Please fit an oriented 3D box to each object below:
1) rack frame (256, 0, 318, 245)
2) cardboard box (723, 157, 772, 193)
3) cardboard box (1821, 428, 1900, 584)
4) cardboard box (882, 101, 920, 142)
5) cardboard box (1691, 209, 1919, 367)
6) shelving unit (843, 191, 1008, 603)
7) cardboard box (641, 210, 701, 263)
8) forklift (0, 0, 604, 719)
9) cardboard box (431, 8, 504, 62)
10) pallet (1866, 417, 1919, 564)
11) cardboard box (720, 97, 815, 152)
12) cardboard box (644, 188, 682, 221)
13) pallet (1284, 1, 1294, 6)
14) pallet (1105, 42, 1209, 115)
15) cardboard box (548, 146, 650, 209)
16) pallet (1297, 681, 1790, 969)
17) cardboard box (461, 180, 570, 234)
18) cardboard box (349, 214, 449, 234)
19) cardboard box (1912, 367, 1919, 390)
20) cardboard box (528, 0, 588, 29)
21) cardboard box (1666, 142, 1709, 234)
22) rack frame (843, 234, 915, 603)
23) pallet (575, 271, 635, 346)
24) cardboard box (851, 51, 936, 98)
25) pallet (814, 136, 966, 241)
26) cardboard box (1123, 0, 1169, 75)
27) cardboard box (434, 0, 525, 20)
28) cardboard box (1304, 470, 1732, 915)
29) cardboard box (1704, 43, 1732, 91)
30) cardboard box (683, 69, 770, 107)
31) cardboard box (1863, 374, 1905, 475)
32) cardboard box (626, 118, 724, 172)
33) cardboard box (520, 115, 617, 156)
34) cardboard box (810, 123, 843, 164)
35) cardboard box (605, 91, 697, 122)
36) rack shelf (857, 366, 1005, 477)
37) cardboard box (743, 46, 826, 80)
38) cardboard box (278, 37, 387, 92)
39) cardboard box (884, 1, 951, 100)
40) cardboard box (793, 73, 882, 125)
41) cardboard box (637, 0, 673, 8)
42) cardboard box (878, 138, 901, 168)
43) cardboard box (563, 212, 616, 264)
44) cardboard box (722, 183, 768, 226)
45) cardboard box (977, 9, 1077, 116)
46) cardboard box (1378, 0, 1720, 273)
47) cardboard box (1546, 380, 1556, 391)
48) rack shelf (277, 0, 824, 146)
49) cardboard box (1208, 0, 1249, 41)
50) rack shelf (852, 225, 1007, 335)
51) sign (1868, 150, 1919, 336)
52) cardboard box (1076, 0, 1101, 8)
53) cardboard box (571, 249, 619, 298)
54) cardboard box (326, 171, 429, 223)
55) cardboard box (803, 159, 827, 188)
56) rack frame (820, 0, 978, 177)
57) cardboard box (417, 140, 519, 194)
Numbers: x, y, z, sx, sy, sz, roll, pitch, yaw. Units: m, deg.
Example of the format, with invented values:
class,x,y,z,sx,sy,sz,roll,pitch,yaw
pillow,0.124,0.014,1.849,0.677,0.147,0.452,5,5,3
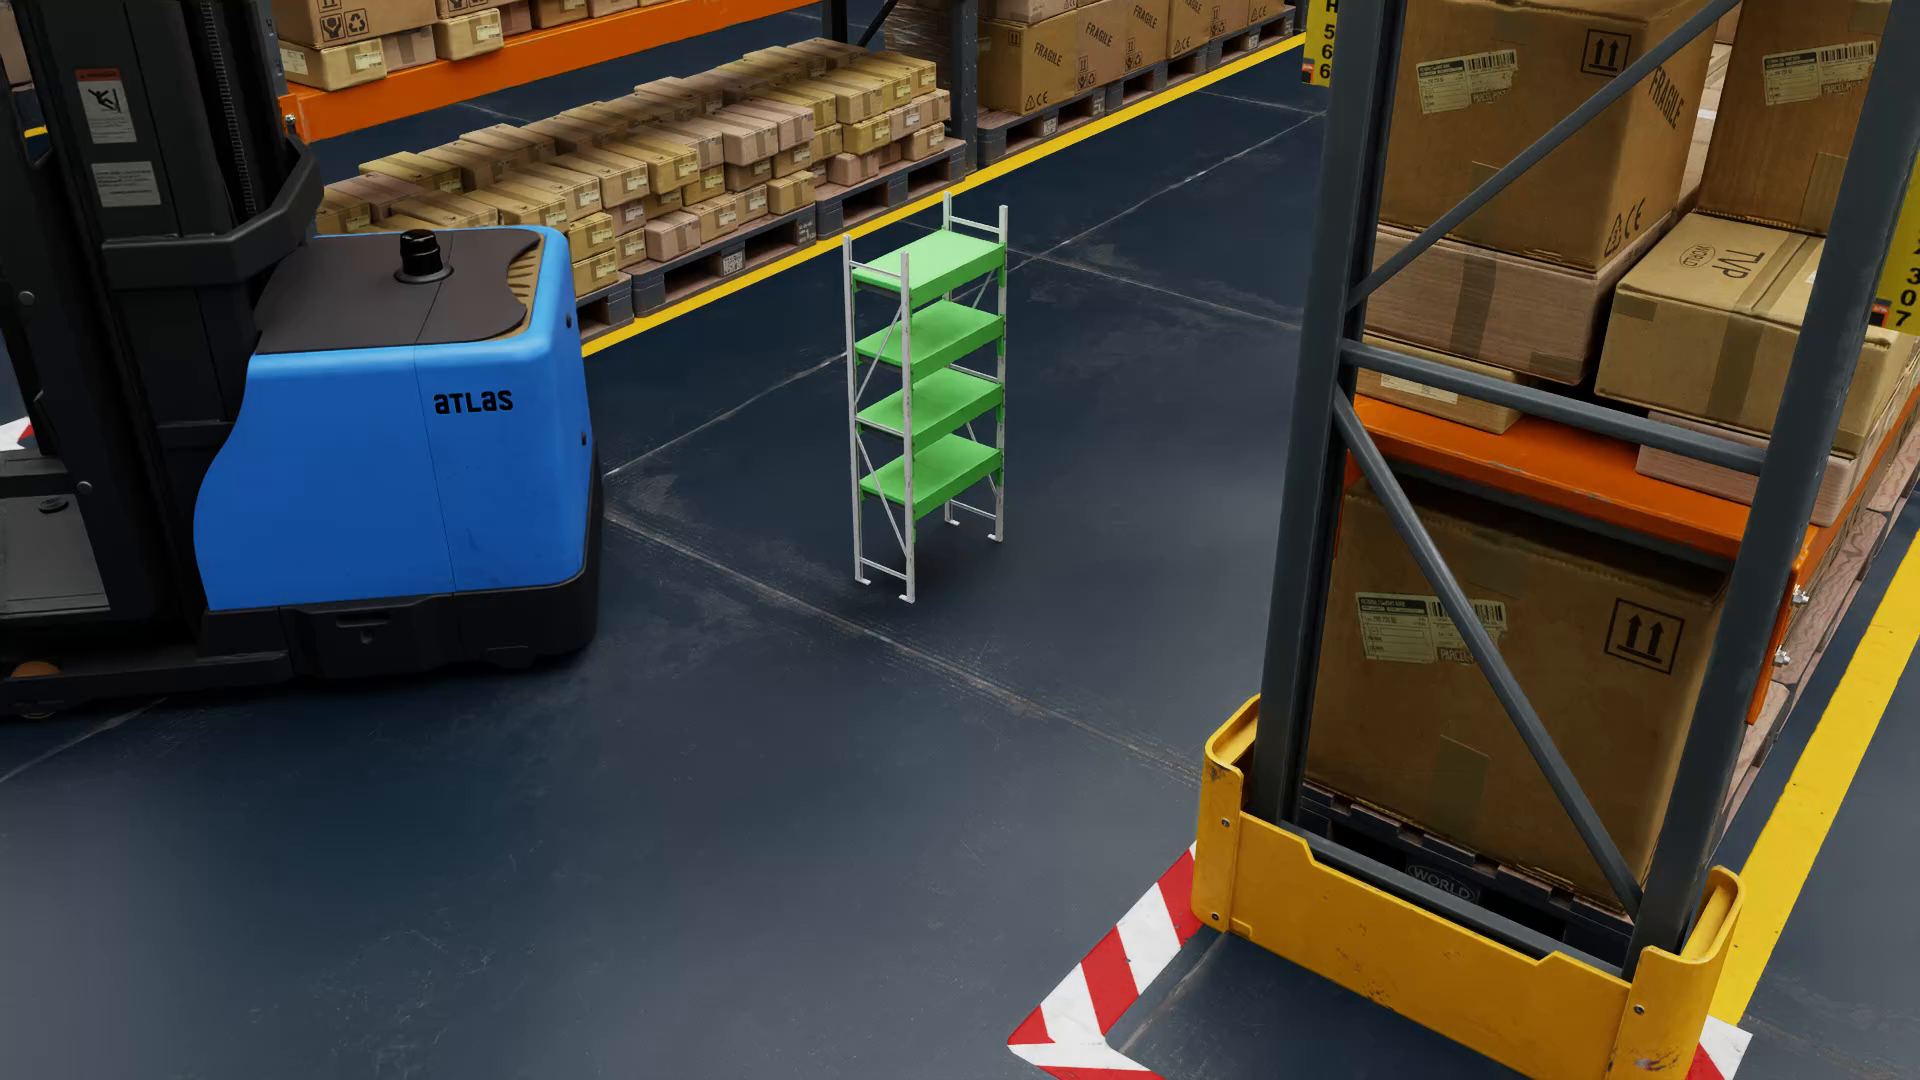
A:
class,x,y,z,sx,sy,sz,roll,pitch,yaw
rack frame,-2.755,-1.824,5.886,1.000,3.000,0.127,21,37,31
cardboard box,-1.124,-1.794,7.928,0.380,0.149,0.250,19,36,29
cardboard box,2.547,-0.540,5.391,0.875,0.875,0.875,21,37,31
cardboard box,-0.431,-2.193,8.600,0.380,0.149,0.250,19,36,29
cardboard box,1.952,-0.646,3.753,0.500,0.250,0.500,21,36,31
shelving unit,-0.100,-0.449,5.331,0.258,1.200,0.503,21,37,31
cardboard box,-1.407,-1.405,7.564,0.380,0.149,0.250,19,36,29
forklift,-2.686,-1.012,4.583,3.031,2.935,1.130,-4,31,-7
cardboard box,-1.972,-1.956,6.355,0.380,0.149,0.250,20,36,30
pallet,3.032,-0.398,6.215,1.003,0.211,1.213,21,37,31
cardboard box,-0.924,-1.996,7.977,0.380,0.149,0.250,19,36,29
cardboard box,-1.490,-1.592,7.587,0.380,0.149,0.250,23,38,34
pallet,2.610,-4.174,12.586,1.003,0.211,1.213,21,37,31
pallet,0.864,-3.066,10.716,1.003,0.211,1.213,21,37,31
cardboard box,-1.584,-1.591,7.293,0.380,0.149,0.250,23,37,33
pallet,1.559,0.594,4.541,1.003,0.211,1.213,21,37,31
cardboard box,-1.843,-1.355,6.895,0.380,0.149,0.250,21,37,31
cardboard box,-2.168,-1.143,6.537,0.380,0.149,0.250,19,36,29
cardboard box,2.080,-0.507,3.909,0.380,0.149,0.250,20,36,31
cardboard box,-1.742,-2.206,6.777,0.380,0.149,0.250,21,36,31
cardboard box,1.526,-0.805,4.021,0.500,0.250,0.500,20,36,30
rack frame,-0.247,-0.350,5.163,0.240,1.200,0.015,21,37,31
pallet,-2.191,-0.975,7.188,1.003,0.211,1.213,21,37,31
cardboard box,-0.348,-2.436,8.718,0.380,0.149,0.250,22,37,33
pallet,-0.718,-1.967,8.862,1.003,0.211,1.213,21,37,31
cardboard box,0.941,-3.207,10.259,0.500,0.500,0.500,22,37,32
cardboard box,-1.961,-2.318,6.330,0.500,0.500,0.500,21,37,31
cardboard box,1.461,0.192,4.156,0.875,0.875,0.875,21,37,31
cardboard box,2.144,-1.225,4.730,0.500,0.250,0.500,21,37,31
cardboard box,-1.180,-2.259,8.421,0.380,0.149,0.250,20,36,30
cardboard box,1.769,-0.296,3.554,0.380,0.149,0.250,21,36,31
cardboard box,-1.314,-1.816,7.672,0.380,0.149,0.250,21,37,31
cardboard box,-1.813,-1.842,7.716,0.380,0.149,0.250,20,36,30
cardboard box,-0.808,-2.007,8.286,0.380,0.149,0.250,21,37,32
cardboard box,-1.497,-2.045,8.059,0.380,0.149,0.250,19,36,29
rack shelf,-0.100,-0.394,5.363,0.258,0.148,0.480,21,37,31
cardboard box,-0.927,-2.490,8.811,0.380,0.149,0.250,23,38,34
cardboard box,-2.298,-1.747,6.002,0.380,0.149,0.250,21,36,31
cardboard box,-0.095,-2.934,9.798,0.500,0.500,0.500,20,36,30
cardboard box,-0.615,-2.216,8.348,0.380,0.149,0.250,21,36,31
cardboard box,-1.397,-2.397,7.099,0.380,0.149,0.250,23,37,33
cardboard box,-0.529,-2.060,8.669,0.380,0.149,0.250,22,37,33
cardboard box,-1.705,-1.332,7.148,0.380,0.149,0.250,22,37,33
cardboard box,-1.141,-1.634,7.950,0.380,0.149,0.250,22,37,32
cardboard box,0.317,-2.774,9.529,0.500,0.500,0.500,23,37,33
cardboard box,1.223,-0.922,3.483,0.500,0.500,0.500,22,37,32
cardboard box,1.246,-0.501,3.900,0.380,0.149,0.250,22,37,32
rack shelf,-1.548,-2.328,7.441,1.077,0.370,4.000,21,37,31
cardboard box,1.569,-3.624,10.962,0.500,0.500,0.500,23,38,33
rack shelf,-0.100,-0.807,5.118,0.258,0.148,0.480,21,37,31
sign,1.577,-0.490,2.708,0.100,0.325,0.005,21,37,31
cardboard box,0.636,-3.314,9.705,0.500,0.250,0.500,22,37,33
cardboard box,-1.705,-1.198,7.213,0.380,0.149,0.250,22,37,32
cardboard box,-2.440,-1.412,6.991,0.380,0.149,0.250,22,37,32
cardboard box,-0.893,-1.863,8.336,0.380,0.149,0.250,20,36,30
rack frame,-0.340,-3.450,8.630,1.000,3.000,0.127,21,37,31
cardboard box,-2.178,-1.642,7.380,0.380,0.149,0.250,20,36,29
